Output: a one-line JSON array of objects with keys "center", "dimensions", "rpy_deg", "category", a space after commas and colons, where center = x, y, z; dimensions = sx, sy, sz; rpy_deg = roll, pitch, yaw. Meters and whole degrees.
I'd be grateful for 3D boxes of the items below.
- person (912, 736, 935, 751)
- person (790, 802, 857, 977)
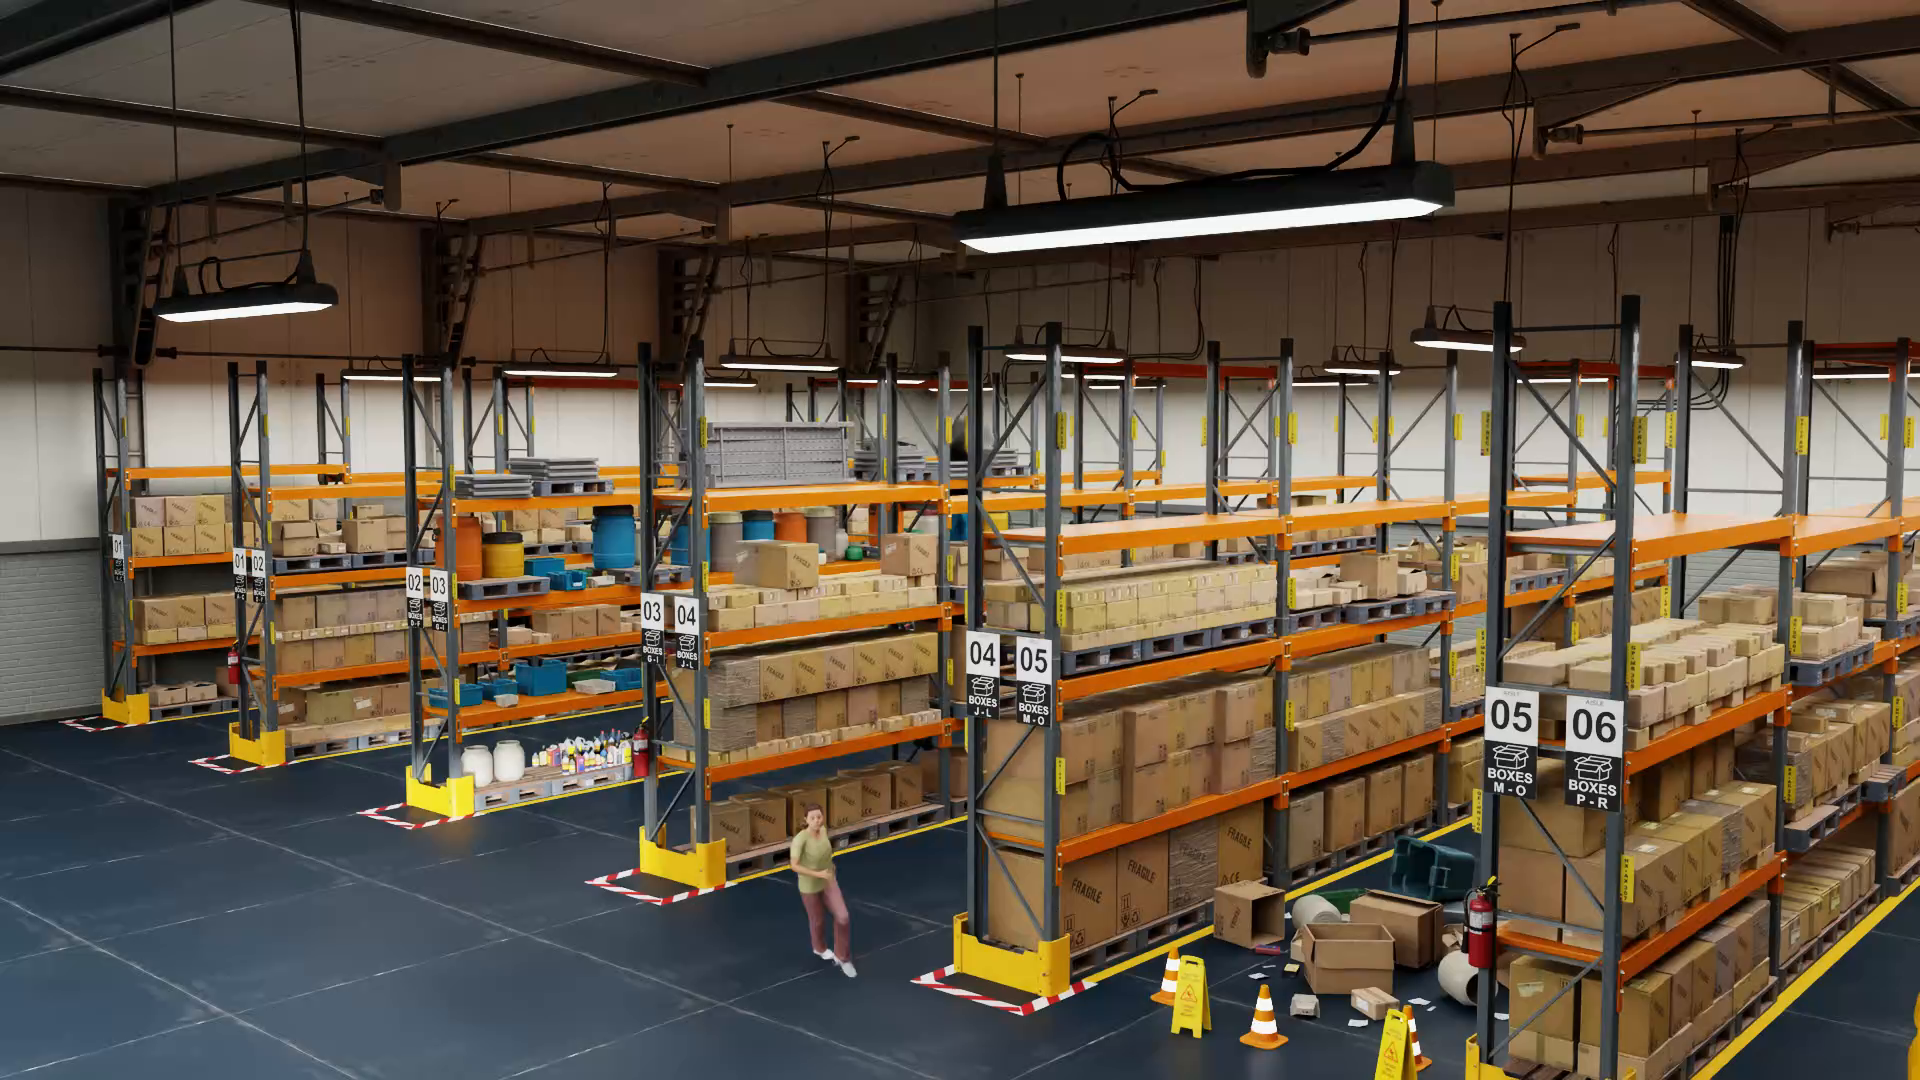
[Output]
[{"center": [-0.454, 2.612, 23.963], "dimensions": [0.431, 1.609, 0.534], "rpy_deg": [-1, 4, -16], "category": "person"}, {"center": [-1.345, 3.227, 15.439], "dimensions": [0.636, 1.665, 0.738], "rpy_deg": [-2, 5, -28], "category": "person"}]
